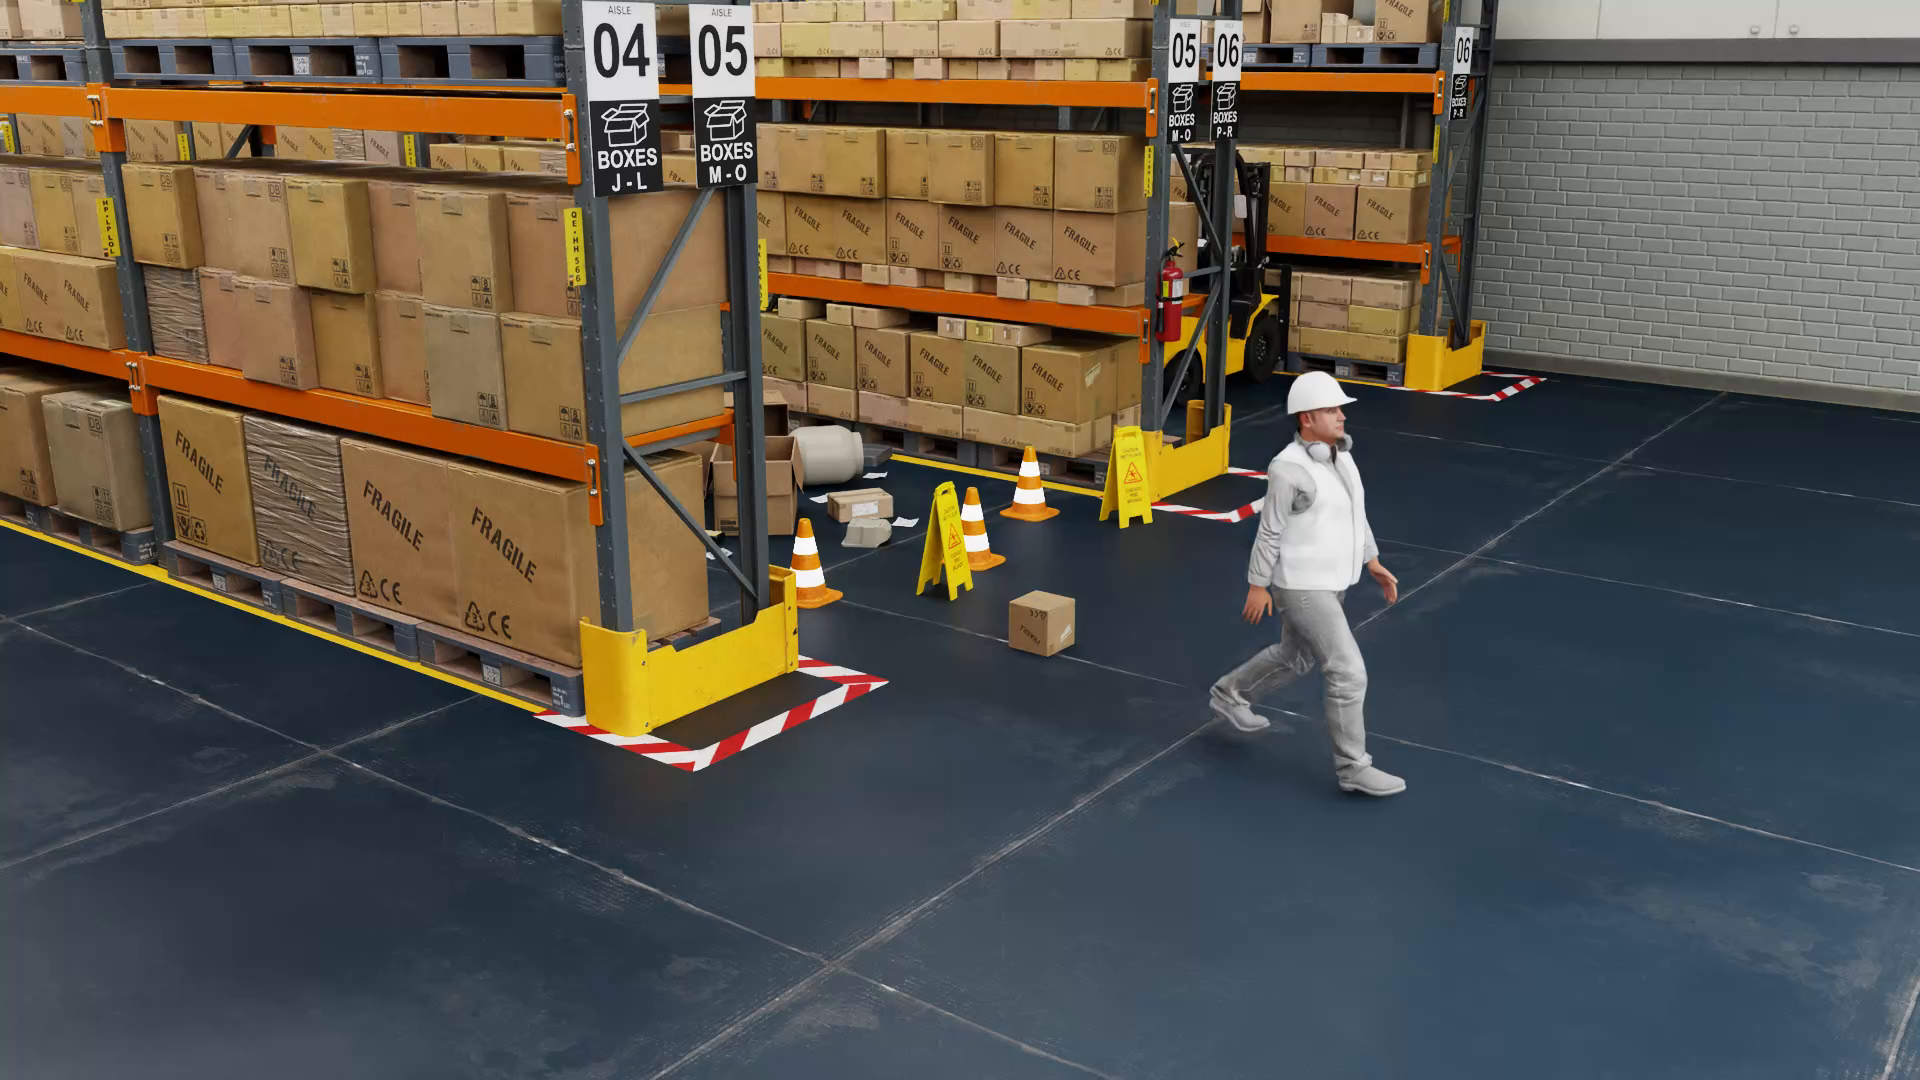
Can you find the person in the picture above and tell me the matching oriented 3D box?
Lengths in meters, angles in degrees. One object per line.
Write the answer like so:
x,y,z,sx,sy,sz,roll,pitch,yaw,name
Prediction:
1.486,0.150,6.981,1.018,1.733,0.549,12,20,35,person
